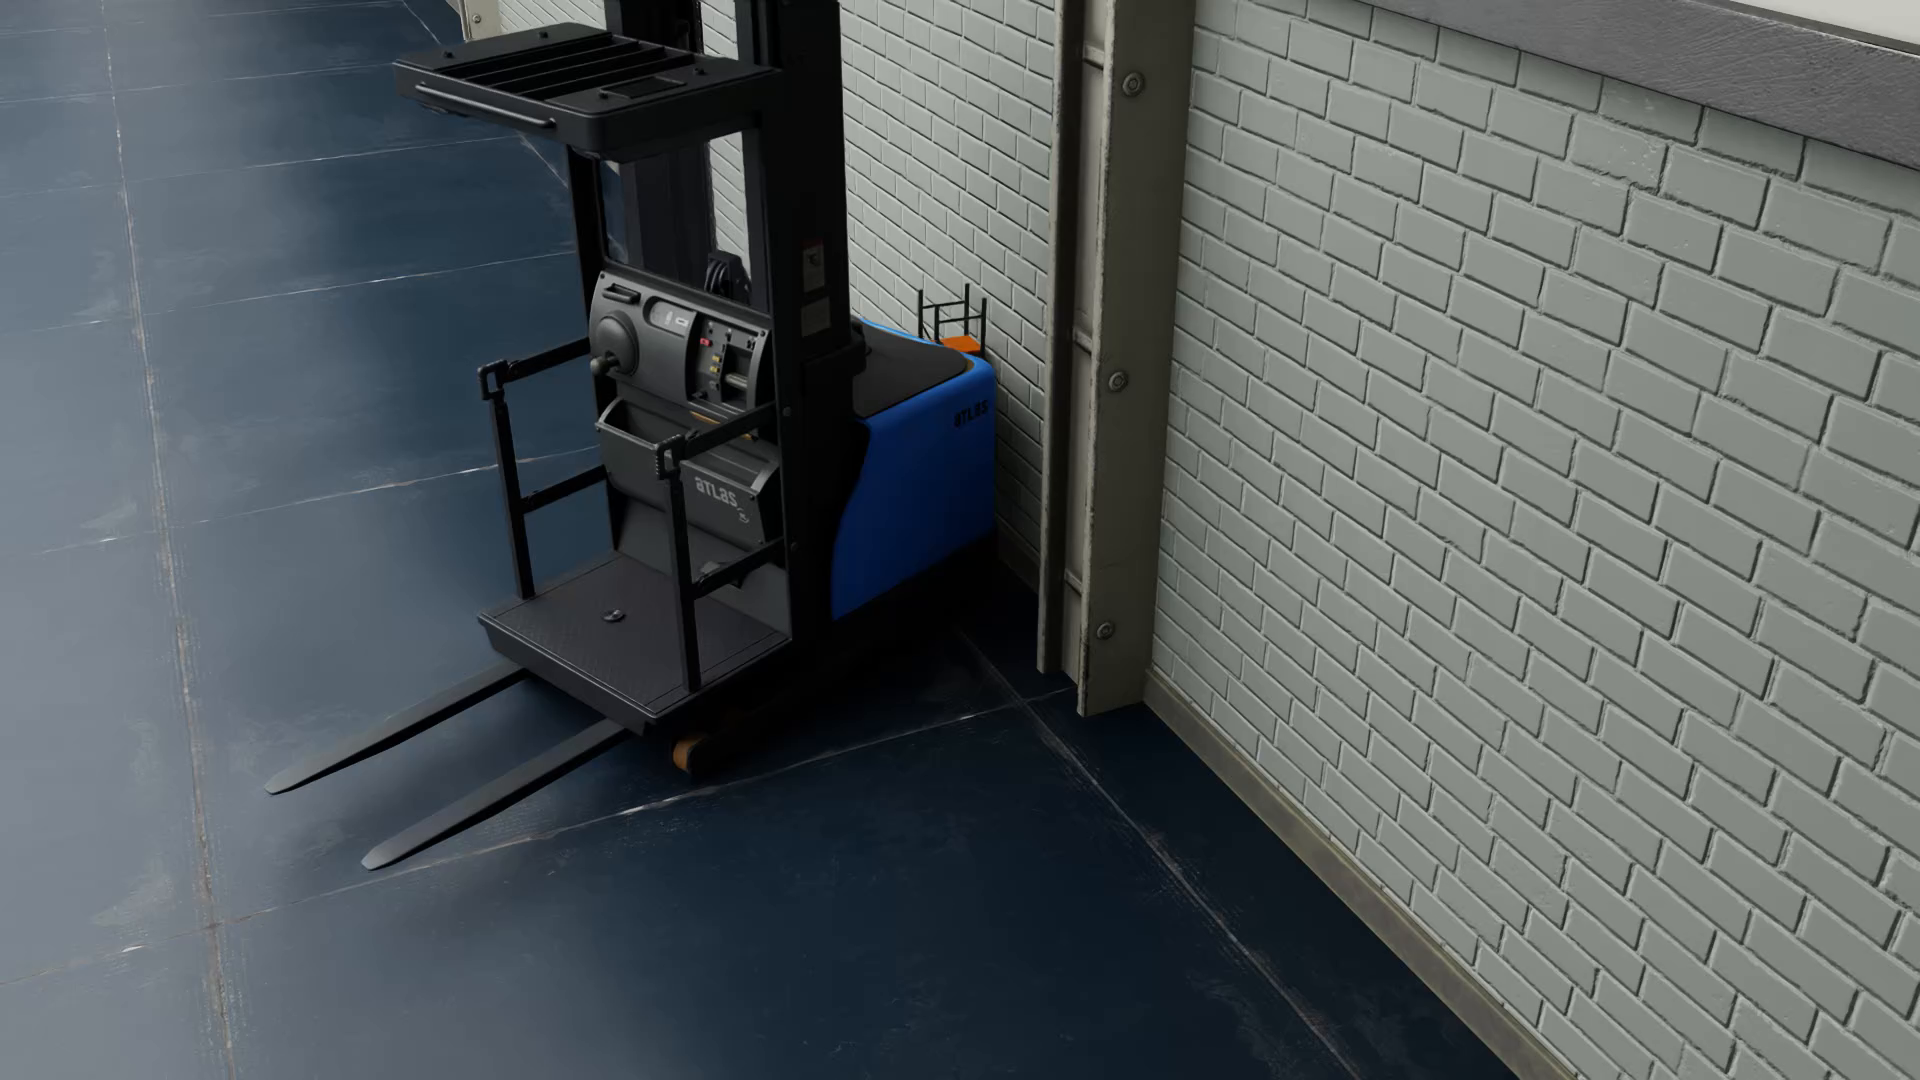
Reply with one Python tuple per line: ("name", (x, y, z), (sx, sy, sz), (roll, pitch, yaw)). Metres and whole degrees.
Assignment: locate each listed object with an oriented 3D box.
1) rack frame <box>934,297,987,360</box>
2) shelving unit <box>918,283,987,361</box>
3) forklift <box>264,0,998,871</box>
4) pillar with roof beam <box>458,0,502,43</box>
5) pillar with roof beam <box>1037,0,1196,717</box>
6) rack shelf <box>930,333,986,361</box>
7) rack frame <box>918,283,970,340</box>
("rack frame", (-0.010, -0.497, 7.397), (0.240, 1.200, 0.006), (-11, 31, -21))
("shelving unit", (-0.046, -0.539, 7.470), (0.258, 1.200, 0.189), (-11, 31, -21))
("forklift", (-1.178, -0.682, 5.969), (1.130, 2.935, 3.031), (23, 36, 35))
("pillar with roof beam", (-8.504, -7.747, 12.364), (9.100, 9.000, 0.400), (-13, 32, -22))
("pillar with roof beam", (-3.352, -2.446, 2.911), (9.100, 9.000, 0.400), (-13, 32, -22))
("rack shelf", (-0.039, -0.814, 7.316), (0.258, 0.103, 0.180), (-11, 31, -21))
("rack frame", (-0.082, -0.580, 7.543), (0.240, 1.200, 0.006), (-11, 31, -21))
